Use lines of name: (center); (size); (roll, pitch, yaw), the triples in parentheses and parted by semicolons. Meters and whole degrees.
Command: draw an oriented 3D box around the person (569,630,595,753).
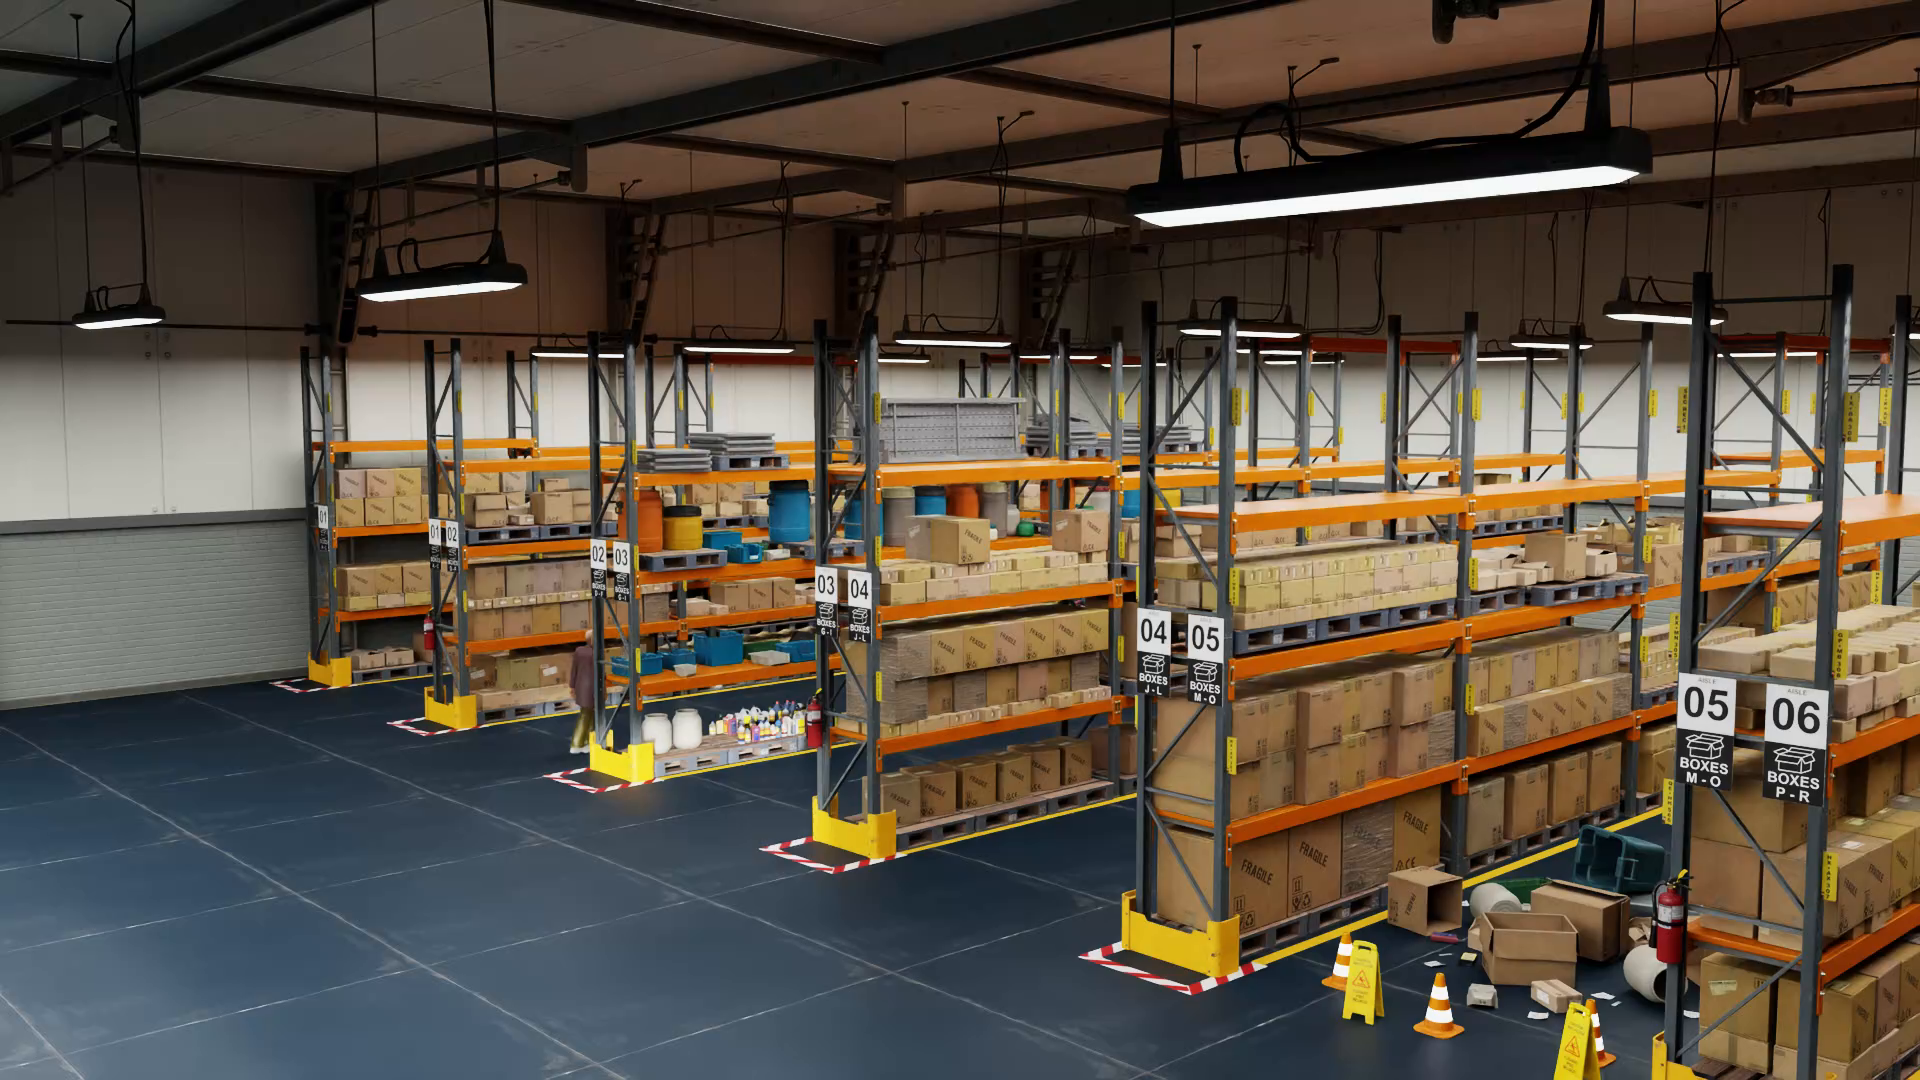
person: (-5.362, 2.302, 23.912); (0.617, 1.639, 0.607); (5, 7, 43)
